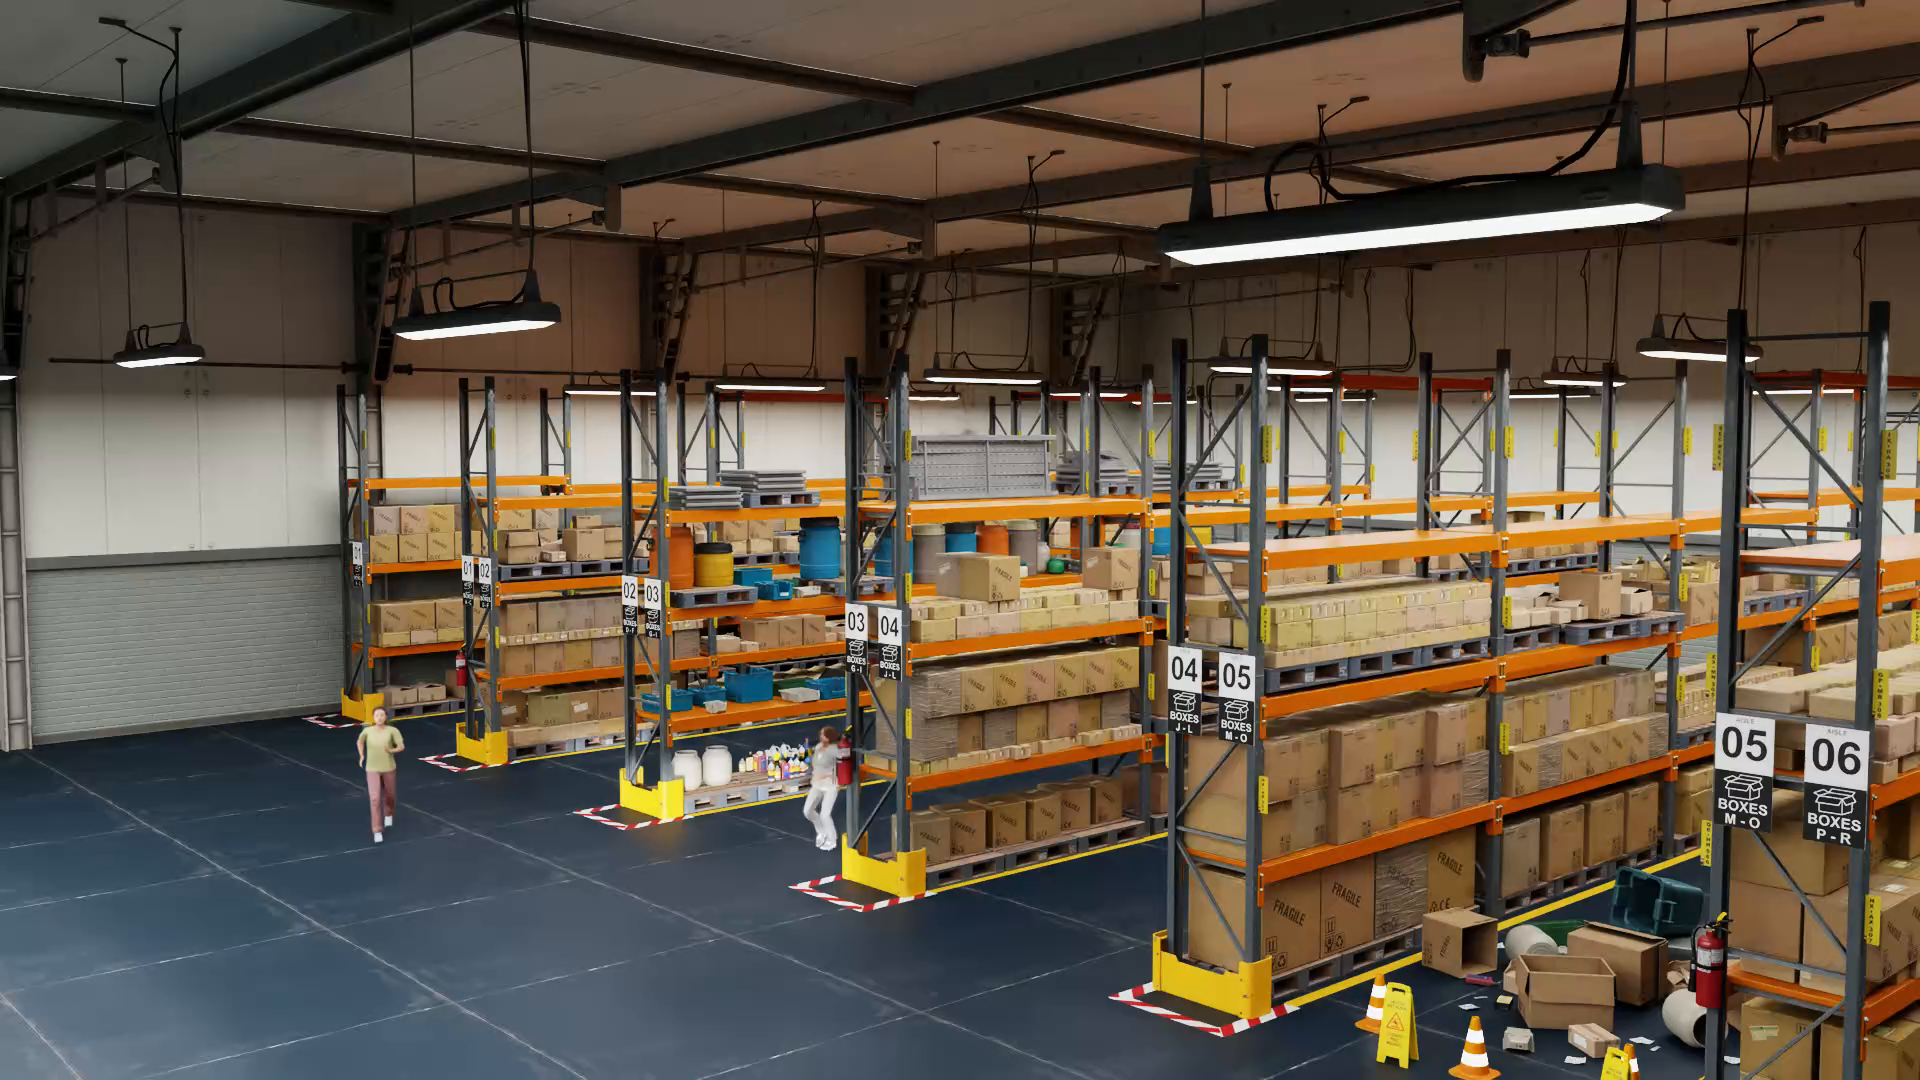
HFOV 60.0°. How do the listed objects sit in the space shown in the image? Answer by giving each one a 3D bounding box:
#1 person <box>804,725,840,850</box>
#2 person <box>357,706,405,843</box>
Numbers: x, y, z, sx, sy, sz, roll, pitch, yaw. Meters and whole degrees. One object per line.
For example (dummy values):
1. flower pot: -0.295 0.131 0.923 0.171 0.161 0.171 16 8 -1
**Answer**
1. person: -1.687 3.044 20.376 0.537 1.555 0.562 3 5 34
2. person: -7.343 2.923 21.099 0.577 1.648 0.968 -1 4 -18
